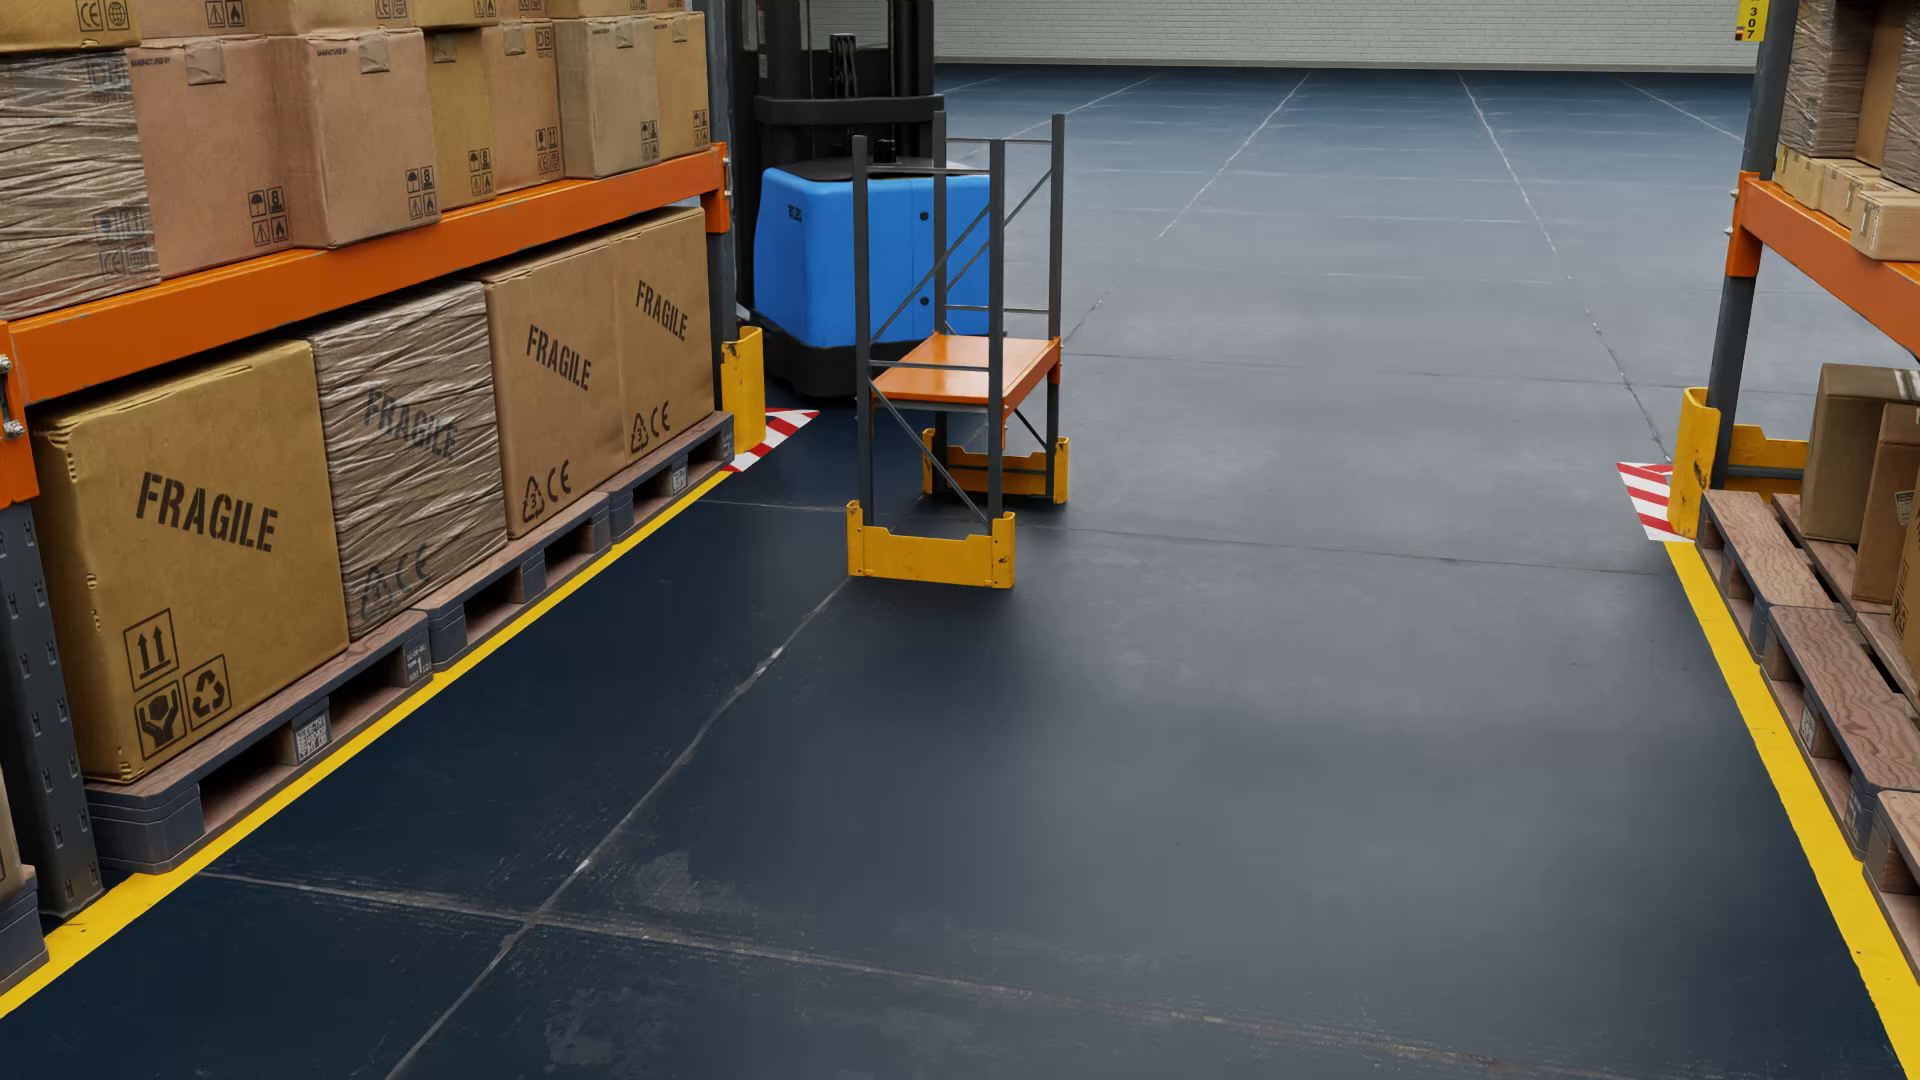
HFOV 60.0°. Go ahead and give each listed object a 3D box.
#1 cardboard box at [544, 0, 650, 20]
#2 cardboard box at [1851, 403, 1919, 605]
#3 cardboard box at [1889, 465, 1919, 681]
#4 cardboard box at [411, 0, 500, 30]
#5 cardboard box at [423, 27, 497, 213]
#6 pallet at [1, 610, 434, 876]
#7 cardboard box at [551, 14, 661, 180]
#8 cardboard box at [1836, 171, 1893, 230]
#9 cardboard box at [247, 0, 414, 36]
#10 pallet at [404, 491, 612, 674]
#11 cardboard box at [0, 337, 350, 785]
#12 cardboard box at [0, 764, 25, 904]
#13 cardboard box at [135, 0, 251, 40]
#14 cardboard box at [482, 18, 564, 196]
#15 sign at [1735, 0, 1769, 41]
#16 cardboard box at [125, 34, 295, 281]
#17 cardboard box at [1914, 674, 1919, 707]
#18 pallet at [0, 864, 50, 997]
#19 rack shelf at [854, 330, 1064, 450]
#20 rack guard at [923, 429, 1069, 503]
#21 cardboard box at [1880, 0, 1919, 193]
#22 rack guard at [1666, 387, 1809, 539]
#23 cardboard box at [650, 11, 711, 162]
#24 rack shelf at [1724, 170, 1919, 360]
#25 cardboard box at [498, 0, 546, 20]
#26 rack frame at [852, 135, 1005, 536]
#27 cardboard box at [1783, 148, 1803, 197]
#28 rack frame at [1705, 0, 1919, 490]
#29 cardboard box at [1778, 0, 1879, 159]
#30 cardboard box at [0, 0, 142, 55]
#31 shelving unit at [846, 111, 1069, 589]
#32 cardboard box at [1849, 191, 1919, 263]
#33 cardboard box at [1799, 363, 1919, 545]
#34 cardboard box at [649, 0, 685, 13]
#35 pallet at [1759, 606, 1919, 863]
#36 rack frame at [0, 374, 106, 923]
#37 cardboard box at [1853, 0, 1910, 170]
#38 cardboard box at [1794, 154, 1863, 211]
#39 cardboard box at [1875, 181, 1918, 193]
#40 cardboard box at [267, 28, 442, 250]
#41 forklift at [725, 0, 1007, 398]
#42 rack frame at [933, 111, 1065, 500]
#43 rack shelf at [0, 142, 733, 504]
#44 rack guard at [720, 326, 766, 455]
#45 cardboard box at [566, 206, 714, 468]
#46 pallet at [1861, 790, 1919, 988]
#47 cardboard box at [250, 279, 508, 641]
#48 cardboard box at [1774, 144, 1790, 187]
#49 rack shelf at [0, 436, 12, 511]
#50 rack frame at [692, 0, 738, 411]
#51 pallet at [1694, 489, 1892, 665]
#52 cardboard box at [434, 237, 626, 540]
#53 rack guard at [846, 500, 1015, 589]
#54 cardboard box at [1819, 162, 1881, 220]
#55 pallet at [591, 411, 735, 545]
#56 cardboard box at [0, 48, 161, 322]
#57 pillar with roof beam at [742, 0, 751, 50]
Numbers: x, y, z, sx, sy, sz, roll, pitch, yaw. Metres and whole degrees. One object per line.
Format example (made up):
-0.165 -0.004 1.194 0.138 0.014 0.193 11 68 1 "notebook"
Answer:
-1.652 -2.170 5.997 0.875 0.550 0.550 5 19 13 "cardboard box"
3.024 -0.089 5.025 0.500 0.500 0.500 10 21 28 "cardboard box"
2.853 0.106 4.455 0.500 0.500 0.500 7 20 18 "cardboard box"
-1.924 -1.829 4.999 0.875 0.550 0.500 5 19 13 "cardboard box"
-1.987 -1.323 5.188 0.875 0.550 0.500 5 19 13 "cardboard box"
-2.194 0.460 4.514 1.003 0.211 1.213 5 19 13 "pallet"
-1.639 -1.658 6.169 0.875 0.550 0.550 5 19 13 "cardboard box"
2.741 -0.956 4.736 0.380 0.149 0.250 5 19 13 "cardboard box"
-2.046 -1.662 4.510 0.875 0.550 0.550 5 19 13 "cardboard box"
-1.898 0.077 5.637 1.003 0.211 1.213 5 19 13 "pallet"
-2.235 -0.012 4.220 0.875 0.875 0.875 5 19 14 "cardboard box"
-2.521 0.440 3.089 1.050 0.750 0.750 5 19 13 "cardboard box"
-2.311 -1.504 4.047 0.875 0.550 0.550 5 19 13 "cardboard box"
-1.897 -1.492 5.684 0.875 0.550 0.550 5 19 13 "cardboard box"
2.780 -1.910 5.800 0.100 0.325 0.005 5 19 13 "sign"
-2.265 -0.989 4.210 0.875 0.550 0.550 5 19 13 "cardboard box"
2.673 0.277 3.953 0.500 0.500 0.500 3 19 9 "cardboard box"
-2.572 0.940 3.108 1.003 0.211 1.213 5 19 13 "pallet"
0.021 -0.566 6.082 0.538 0.185 1.000 5 19 13 "rack shelf"
0.140 -0.298 6.674 0.587 0.250 0.087 5 19 13 "rack guard"
2.975 -1.156 4.316 0.875 0.500 0.500 5 19 13 "cardboard box"
3.288 -0.251 6.149 1.175 0.500 0.348 5 19 13 "rack guard"
-1.526 -1.832 6.679 0.875 0.550 0.550 5 19 13 "cardboard box"
2.817 -0.490 4.095 1.077 0.370 4.000 5 19 13 "rack shelf"
-1.921 -2.005 5.515 0.875 0.550 0.550 5 19 13 "cardboard box"
-0.103 -0.577 5.557 0.500 1.500 0.032 5 19 13 "rack frame"
2.926 -1.191 5.423 0.380 0.149 0.250 5 19 13 "cardboard box"
3.306 -1.458 5.814 1.000 3.000 0.127 5 19 13 "rack frame"
3.145 -1.475 5.252 0.875 0.500 0.500 5 19 13 "cardboard box"
-2.333 -1.322 3.515 0.875 0.550 0.550 5 19 13 "cardboard box"
0.019 -0.734 6.015 0.587 1.500 1.083 5 19 13 "shelving unit"
2.545 -0.806 4.294 0.380 0.149 0.250 5 19 13 "cardboard box"
3.137 -0.279 5.581 0.500 0.500 0.500 9 21 23 "cardboard box"
-1.607 -2.350 6.523 0.875 0.550 0.550 5 19 13 "cardboard box"
2.755 0.519 4.342 1.003 0.211 1.213 5 19 13 "pallet"
-2.456 -0.627 3.383 1.000 3.000 0.127 5 19 13 "rack frame"
3.139 -1.309 4.765 0.875 0.500 0.500 5 19 13 "cardboard box"
2.850 -1.114 5.198 0.380 0.149 0.250 5 19 13 "cardboard box"
2.706 -0.876 4.500 0.380 0.149 0.250 5 19 13 "cardboard box"
-2.019 -1.149 4.679 0.875 0.550 0.550 5 19 13 "cardboard box"
-0.777 -2.511 9.005 1.130 2.935 3.031 -7 20 -20 "forklift"
0.145 -0.896 6.490 0.500 1.500 0.032 5 19 13 "rack frame"
-1.968 -0.914 5.335 1.077 0.370 4.000 5 19 13 "rack shelf"
-1.473 -0.706 7.480 1.175 0.500 0.348 5 19 13 "rack guard"
-1.580 -0.856 6.692 0.875 0.875 0.875 5 19 14 "cardboard box"
2.459 0.902 3.219 1.003 0.211 1.213 5 19 13 "pallet"
-2.018 -0.295 5.048 0.875 0.875 0.875 5 19 14 "cardboard box"
3.005 -1.268 5.648 0.380 0.149 0.250 5 19 13 "cardboard box"
-2.945 0.340 1.664 1.077 0.370 4.000 5 19 13 "rack shelf"
-1.479 -1.881 7.054 1.000 3.000 0.127 5 19 13 "rack frame"
3.055 0.138 5.458 1.003 0.211 1.213 5 19 13 "pallet"
-1.793 -0.581 5.884 0.875 0.875 0.875 4 19 13 "cardboard box"
-0.103 0.014 5.760 0.587 0.250 0.087 5 19 13 "rack guard"
2.809 -1.034 4.963 0.380 0.149 0.250 5 19 13 "cardboard box"
-1.598 -0.305 6.753 1.003 0.211 1.213 5 19 13 "pallet"
-2.378 -0.815 3.700 0.875 0.550 0.550 5 19 13 "cardboard box"
-0.657 -14.386 34.383 9.100 9.000 0.400 5 19 13 "pillar with roof beam"
